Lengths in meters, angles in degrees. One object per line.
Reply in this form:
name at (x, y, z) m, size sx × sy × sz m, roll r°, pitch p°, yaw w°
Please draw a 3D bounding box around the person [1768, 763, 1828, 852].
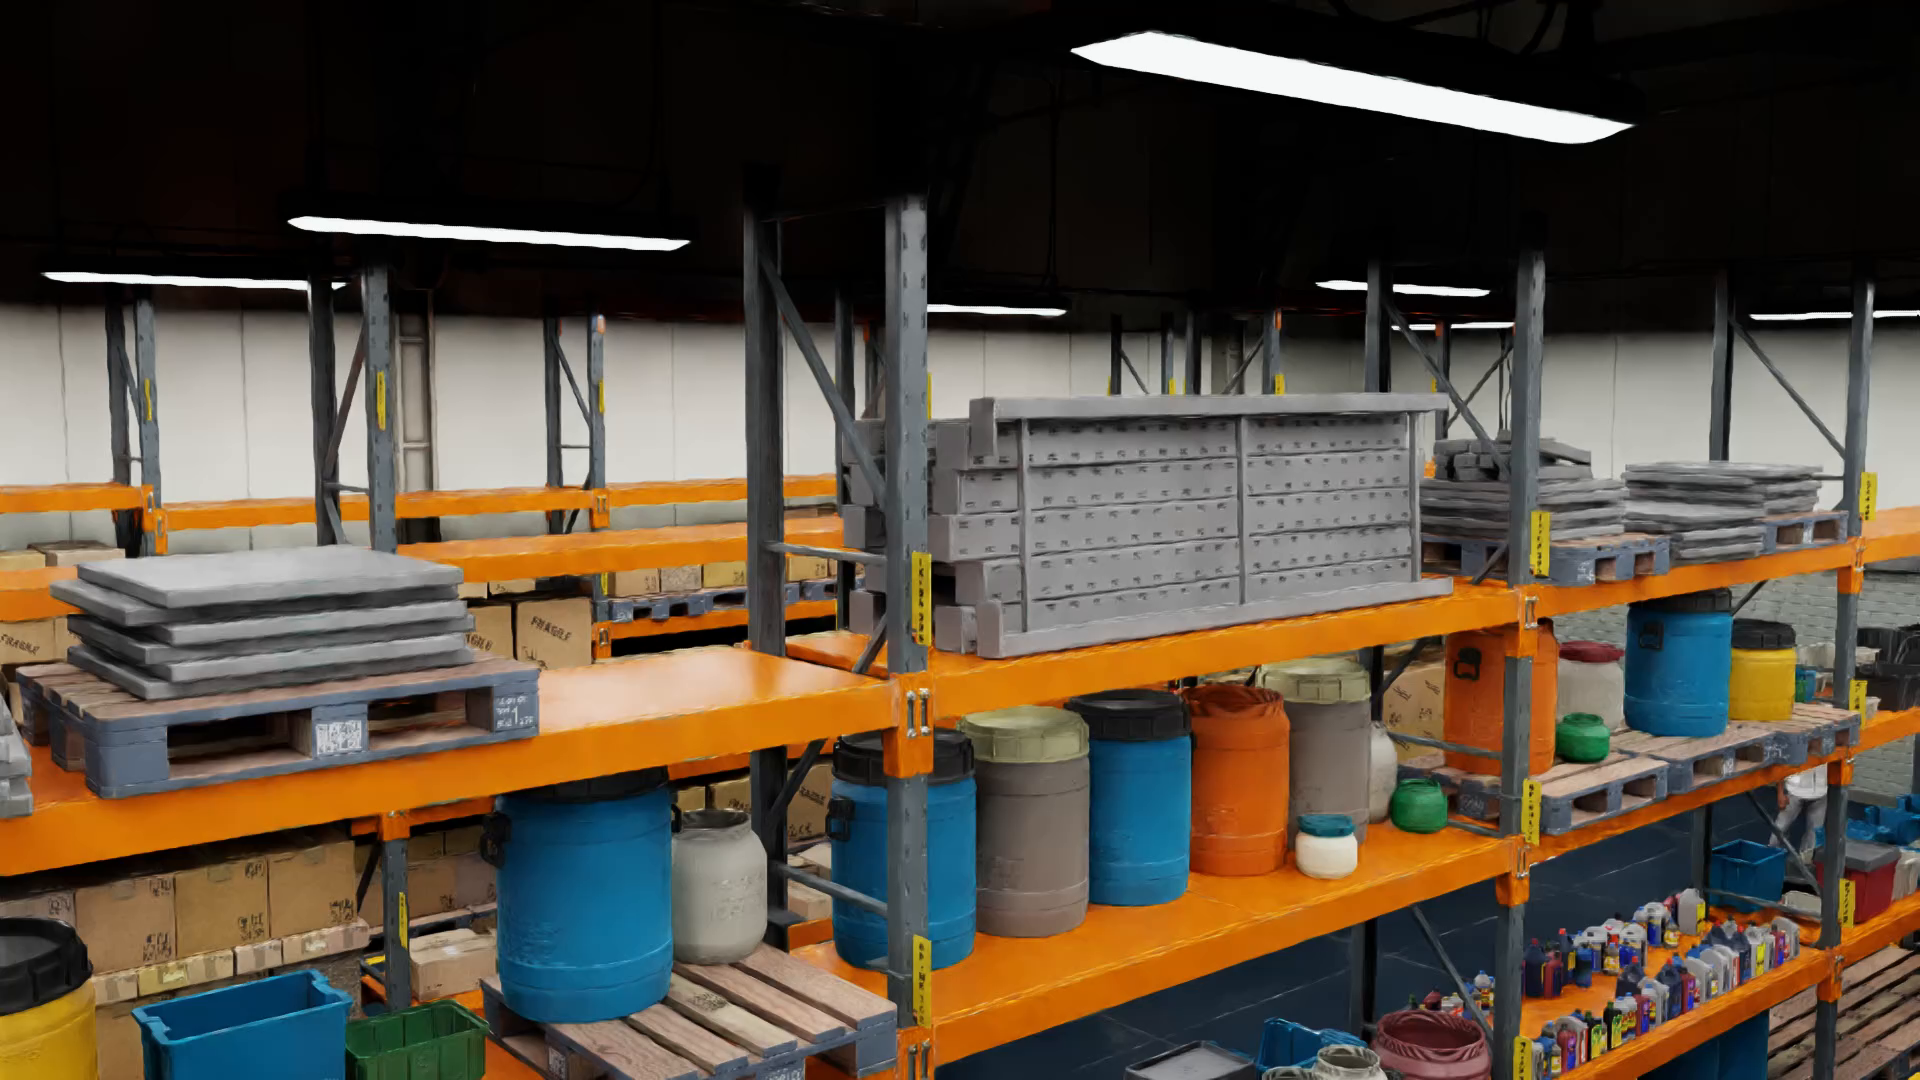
person at (8.688, 2.626, 17.336) m, size 0.735 × 1.763 × 0.487 m, roll 0°, pitch 6°, yaw 5°
